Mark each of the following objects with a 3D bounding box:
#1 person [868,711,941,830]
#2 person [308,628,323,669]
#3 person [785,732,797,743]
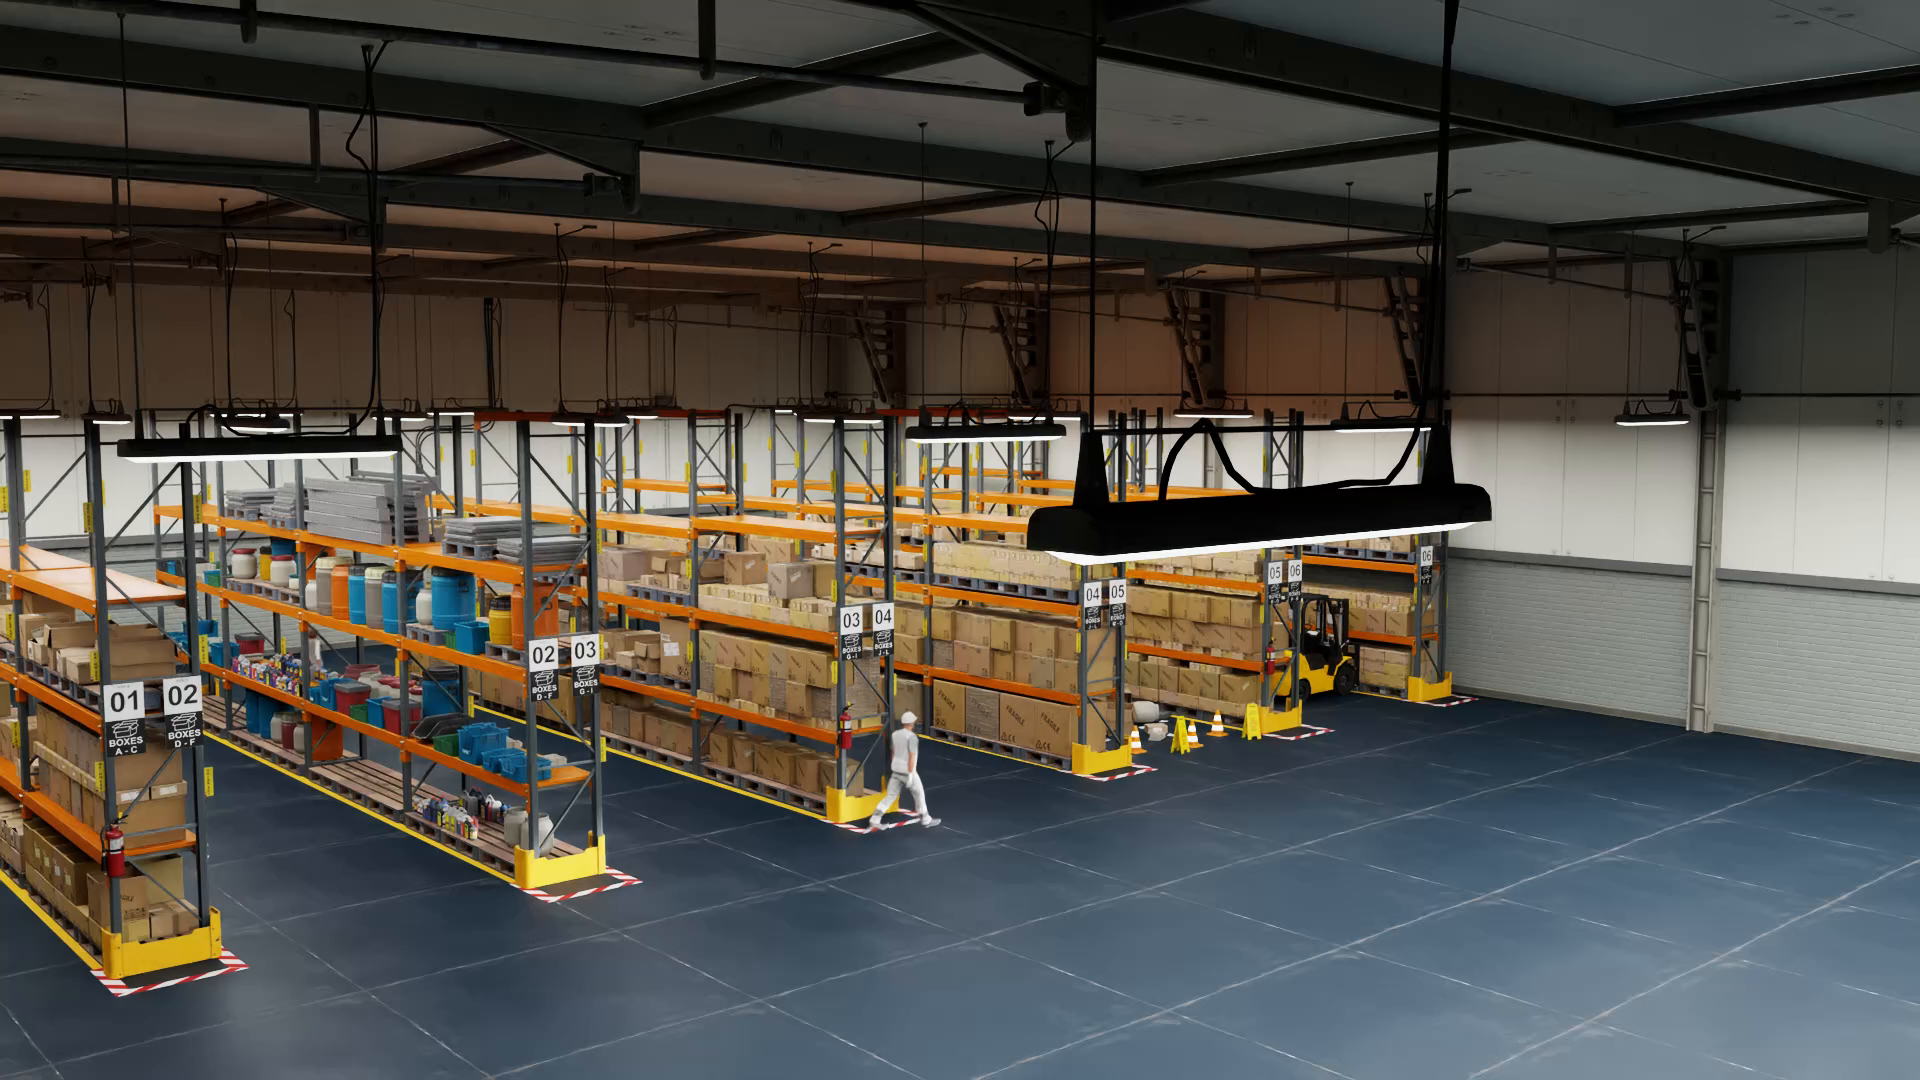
[{"bbox_3d":[-0.801,3.350,24.039,1.130,1.732,0.570,-3,6,-35],"label":"person"},{"bbox_3d":[-13.102,2.593,33.661,0.415,1.613,0.524,-1,5,-9],"label":"person"},{"bbox_3d":[-2.967,2.953,29.687,0.475,1.582,0.501,4,7,41],"label":"person"}]
